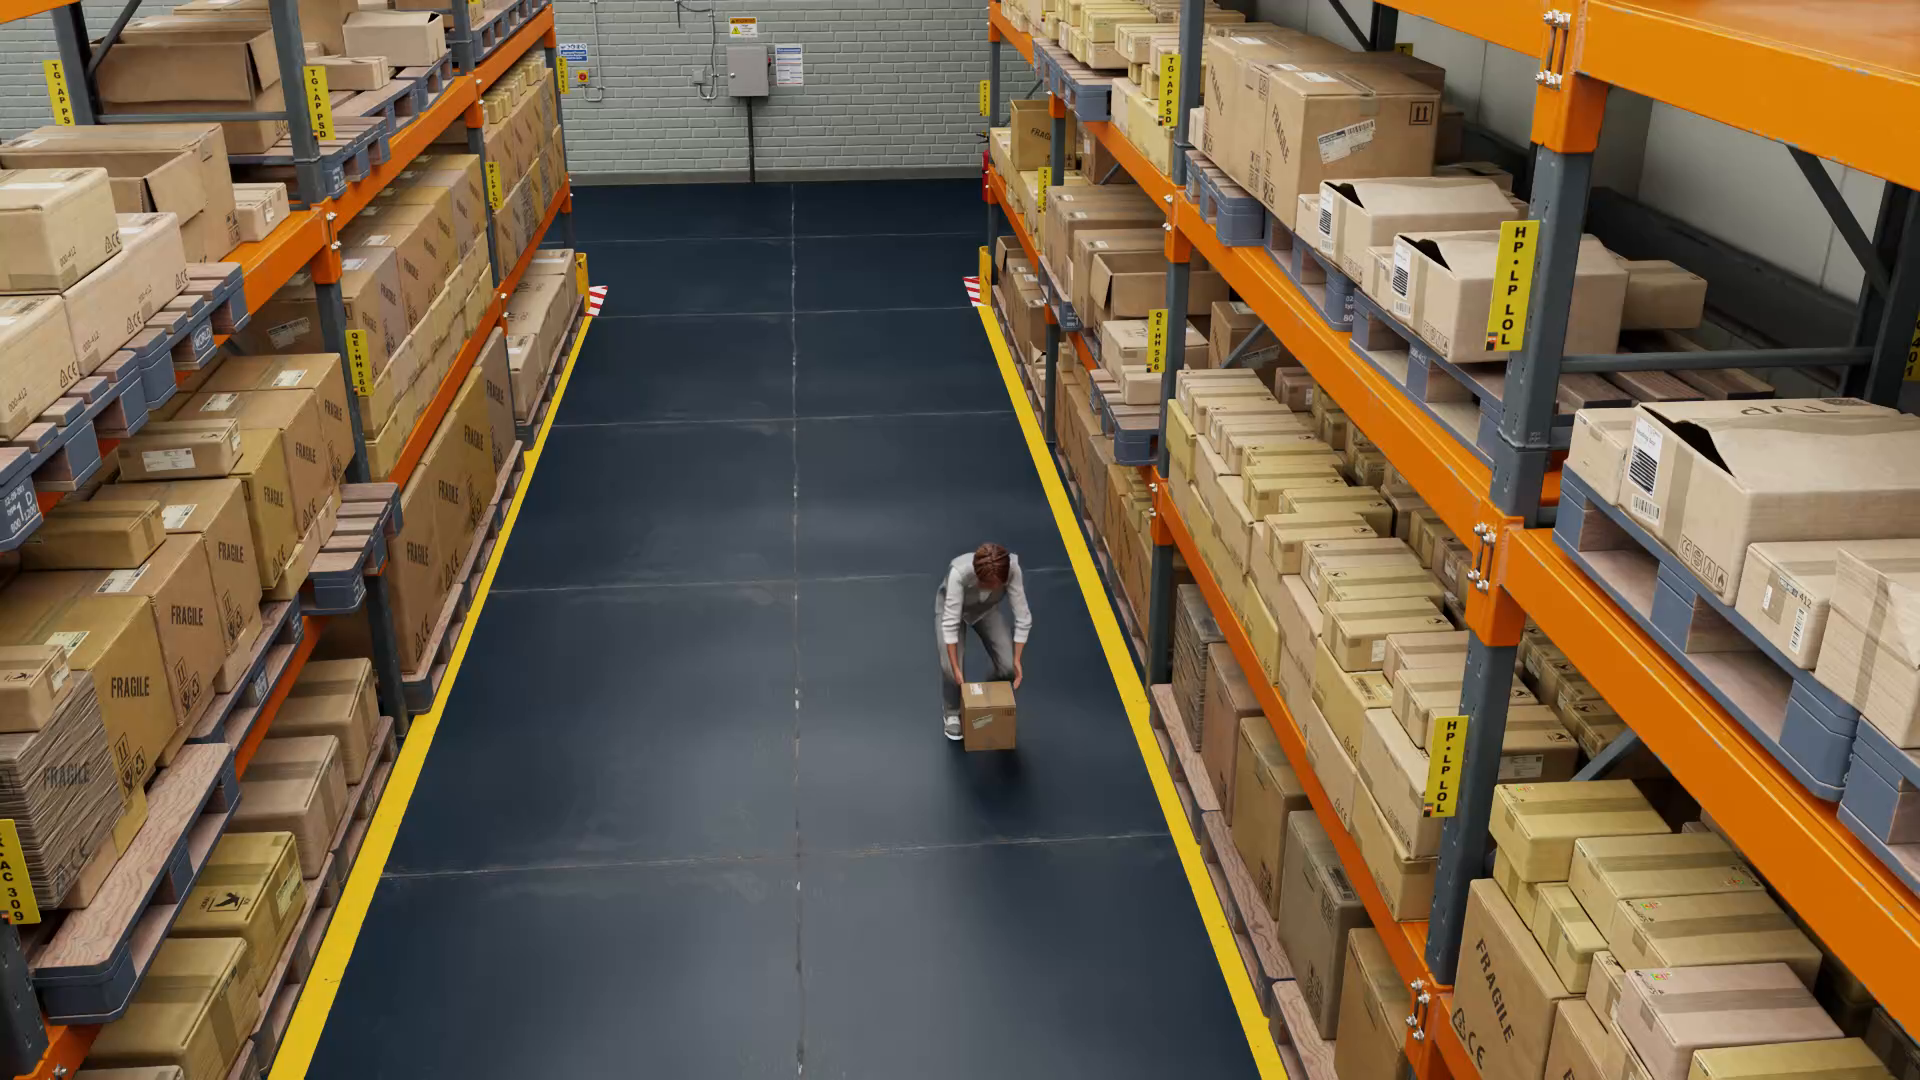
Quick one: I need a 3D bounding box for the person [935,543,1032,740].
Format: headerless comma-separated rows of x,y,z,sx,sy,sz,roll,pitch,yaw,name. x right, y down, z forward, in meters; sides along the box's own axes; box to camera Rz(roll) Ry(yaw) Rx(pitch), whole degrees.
0.111,0.475,8.573,0.462,1.175,0.710,-4,24,-9,person
